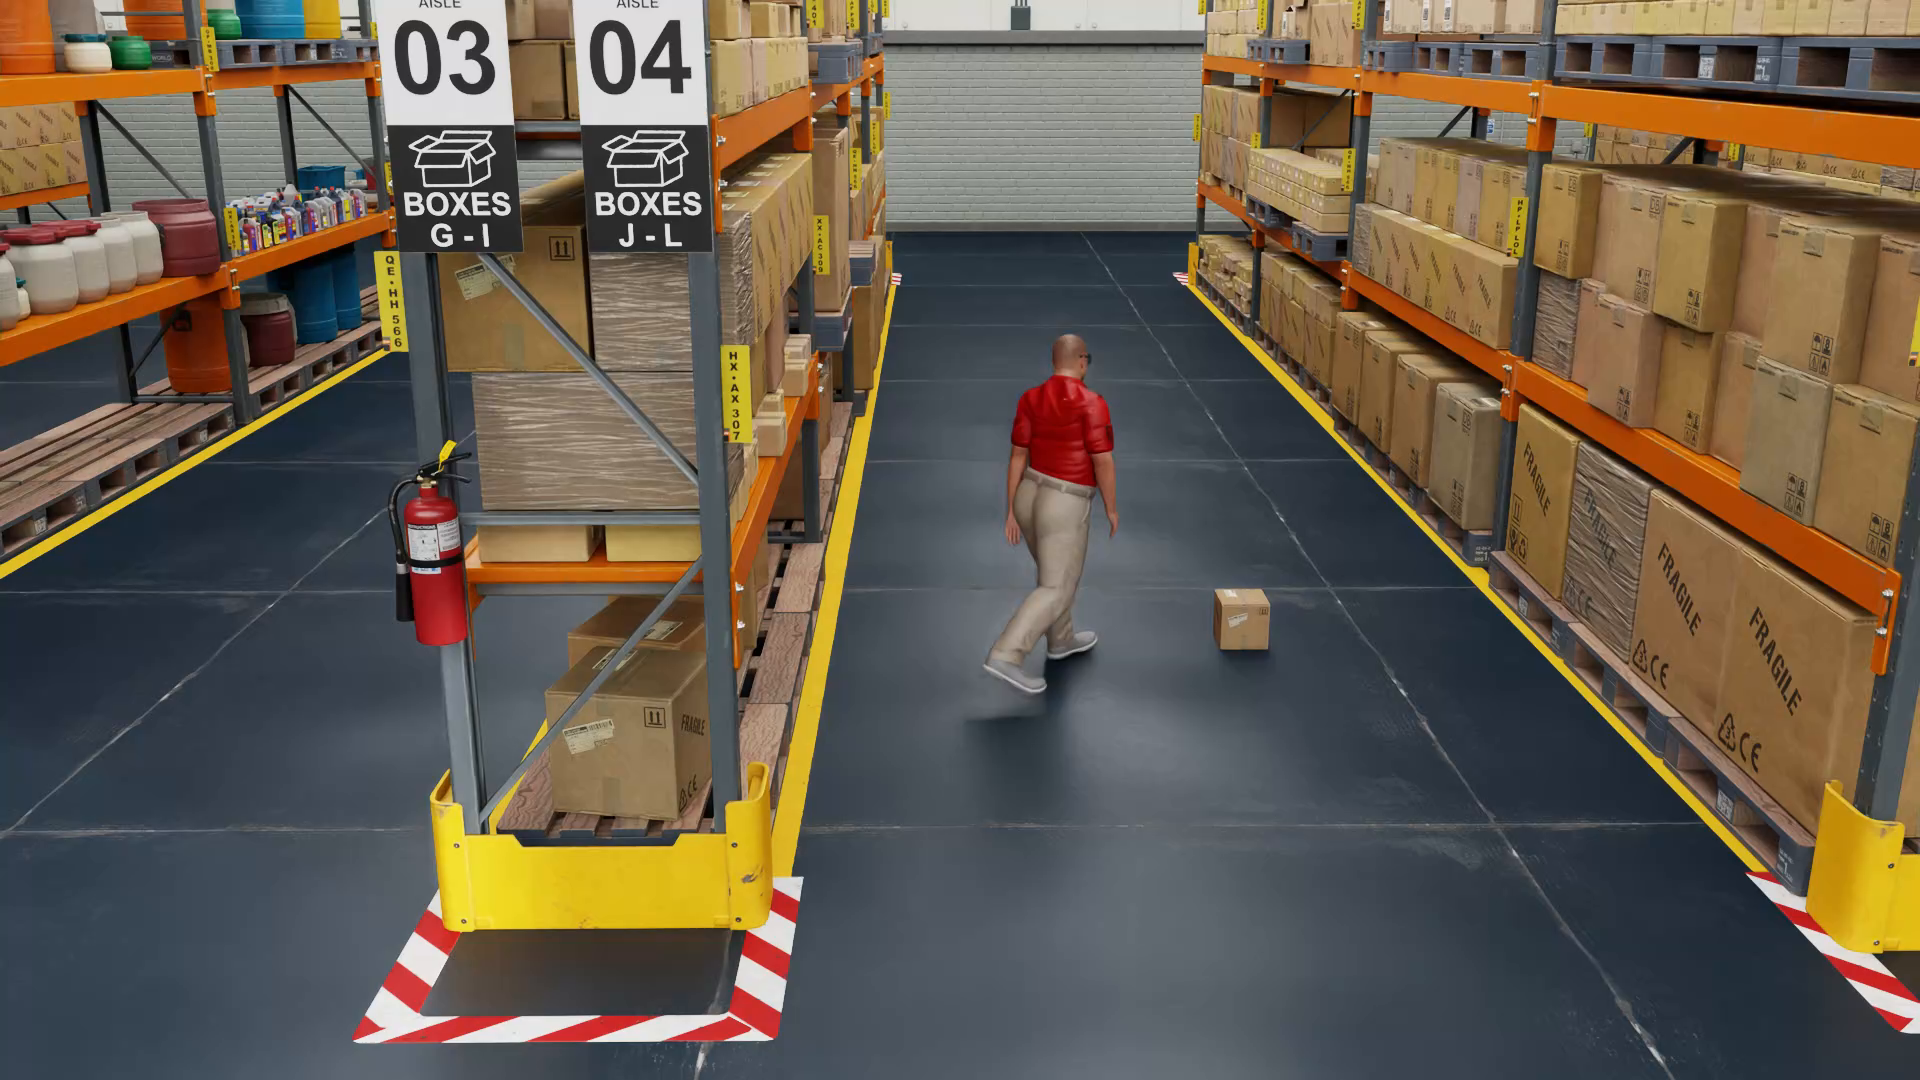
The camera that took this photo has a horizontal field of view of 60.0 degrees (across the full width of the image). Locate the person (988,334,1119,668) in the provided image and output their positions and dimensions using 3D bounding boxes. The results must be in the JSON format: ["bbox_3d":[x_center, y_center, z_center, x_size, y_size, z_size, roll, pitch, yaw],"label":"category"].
[{"bbox_3d":[0.374,-0.153,7.980,0.782,1.616,0.534,-14,22,-38],"label":"person"}]
